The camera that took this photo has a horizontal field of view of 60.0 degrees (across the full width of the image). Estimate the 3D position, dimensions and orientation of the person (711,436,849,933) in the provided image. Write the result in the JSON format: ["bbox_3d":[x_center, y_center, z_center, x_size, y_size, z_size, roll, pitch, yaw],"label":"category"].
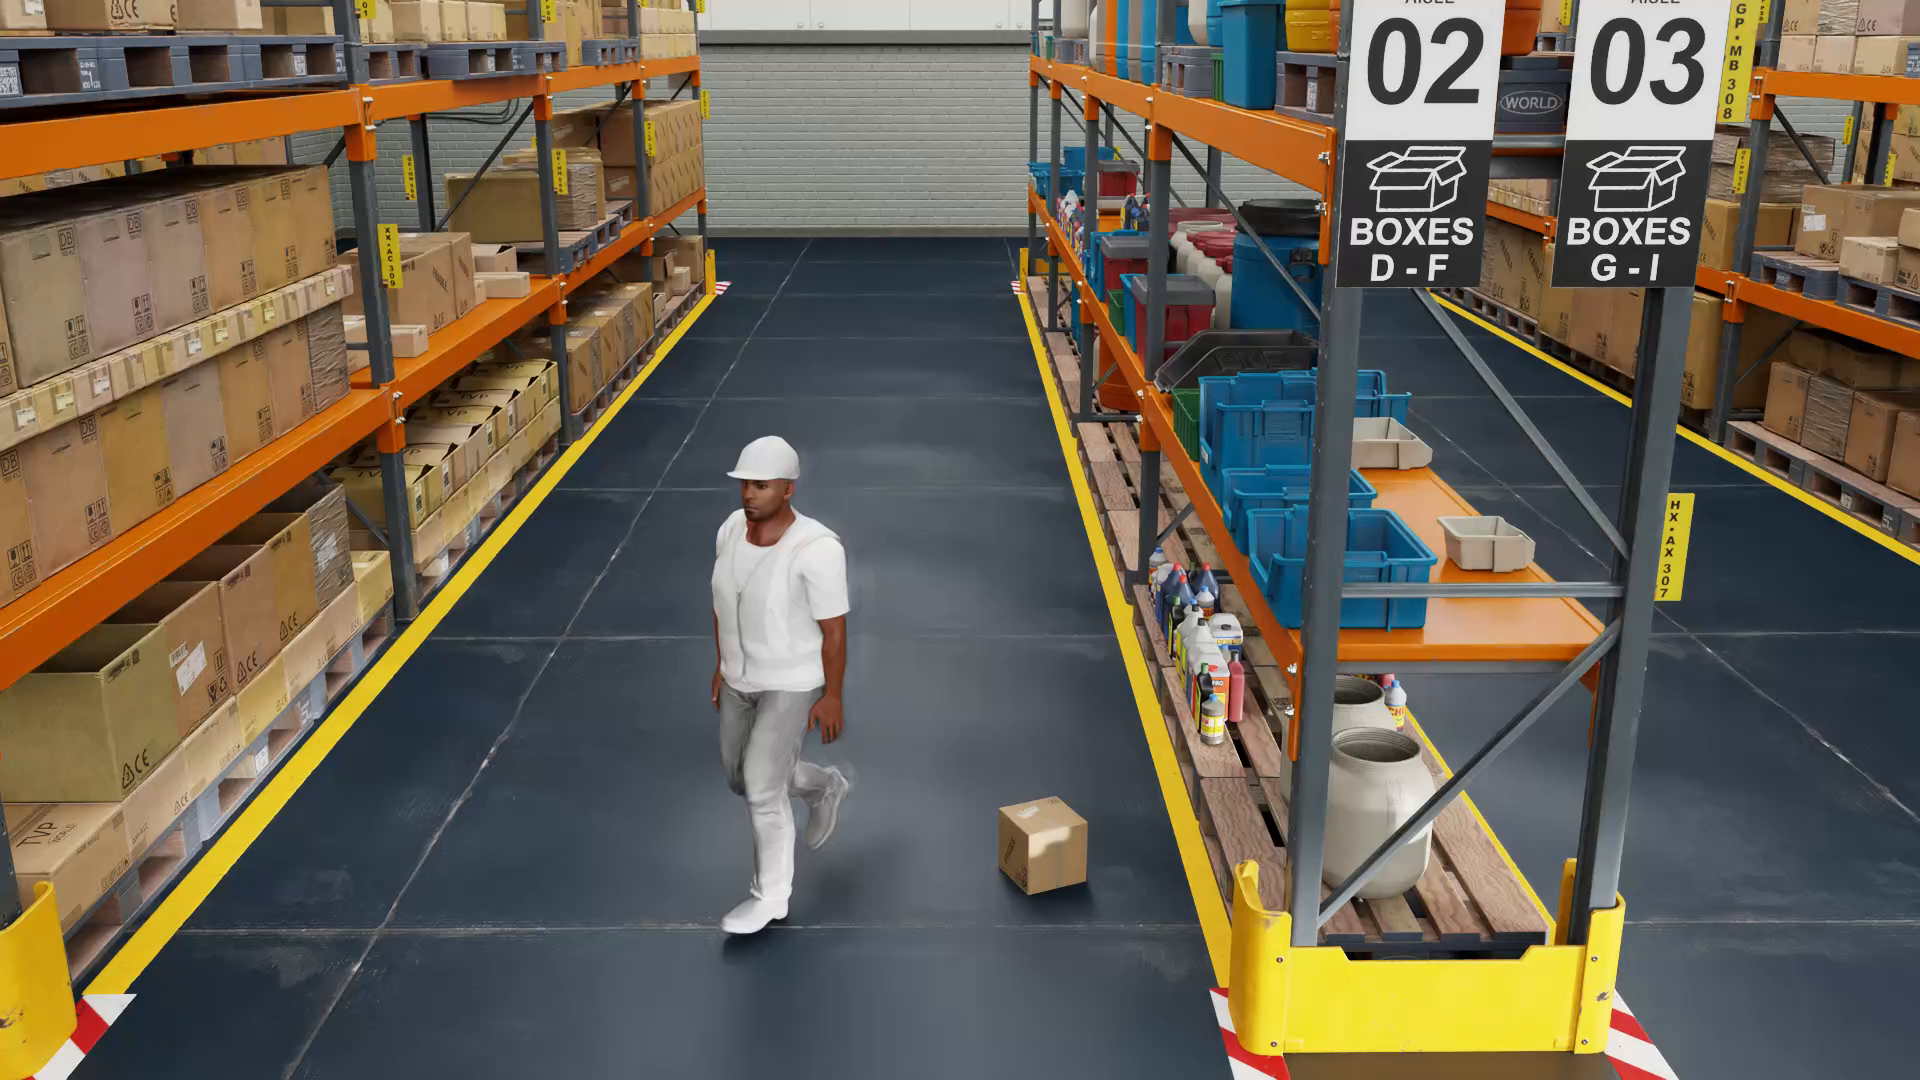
[{"bbox_3d":[-0.629,0.475,5.914,0.579,1.748,0.795,14,22,37],"label":"person"}]
